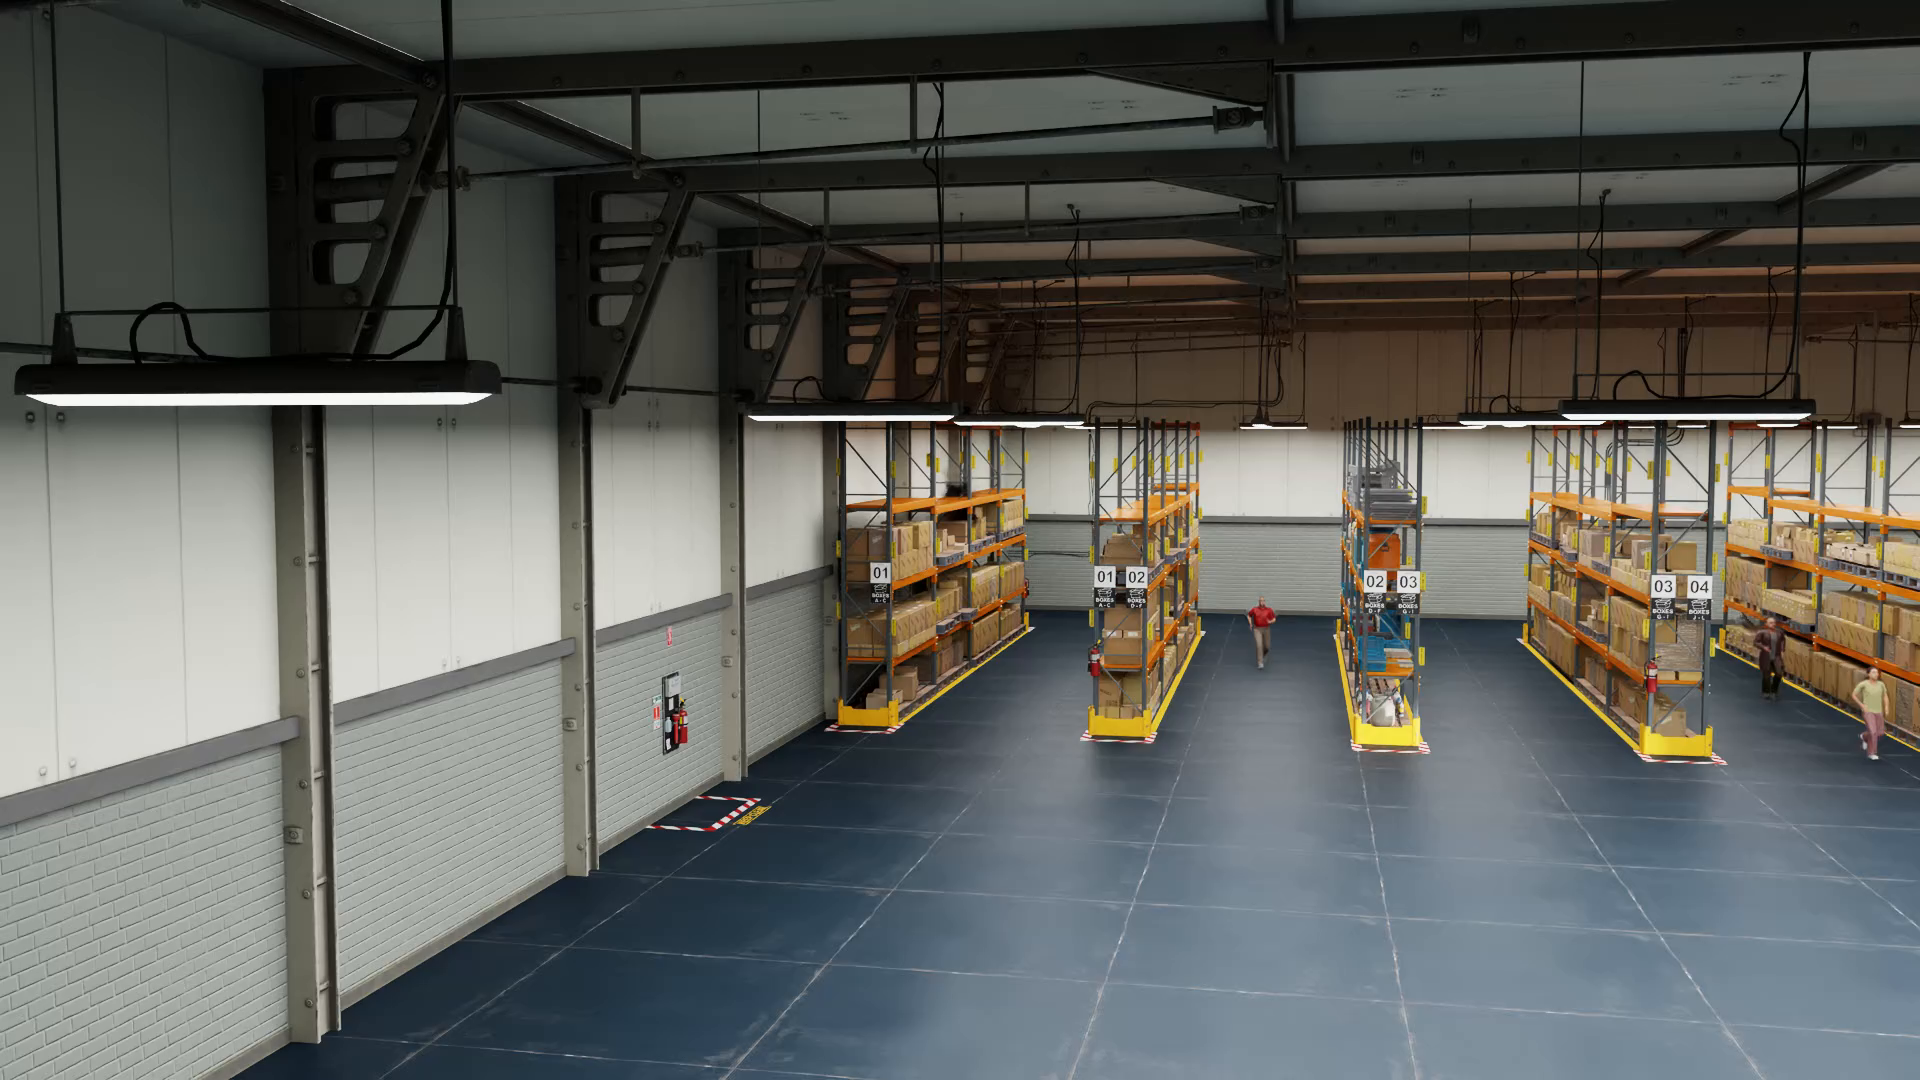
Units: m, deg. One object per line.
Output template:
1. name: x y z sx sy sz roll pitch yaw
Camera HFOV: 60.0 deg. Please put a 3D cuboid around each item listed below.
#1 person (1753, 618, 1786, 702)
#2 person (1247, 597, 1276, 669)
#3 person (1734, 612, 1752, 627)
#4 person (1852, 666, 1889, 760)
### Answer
1. person: 17.261 2.551 35.418 0.697 1.794 0.760 1 4 13
2. person: 7.347 2.233 40.480 0.673 1.699 0.937 0 4 2
3. person: 21.313 1.888 45.238 1.058 1.745 0.694 1 4 15
4. person: 15.968 3.009 29.183 0.608 1.621 0.667 0 4 2
